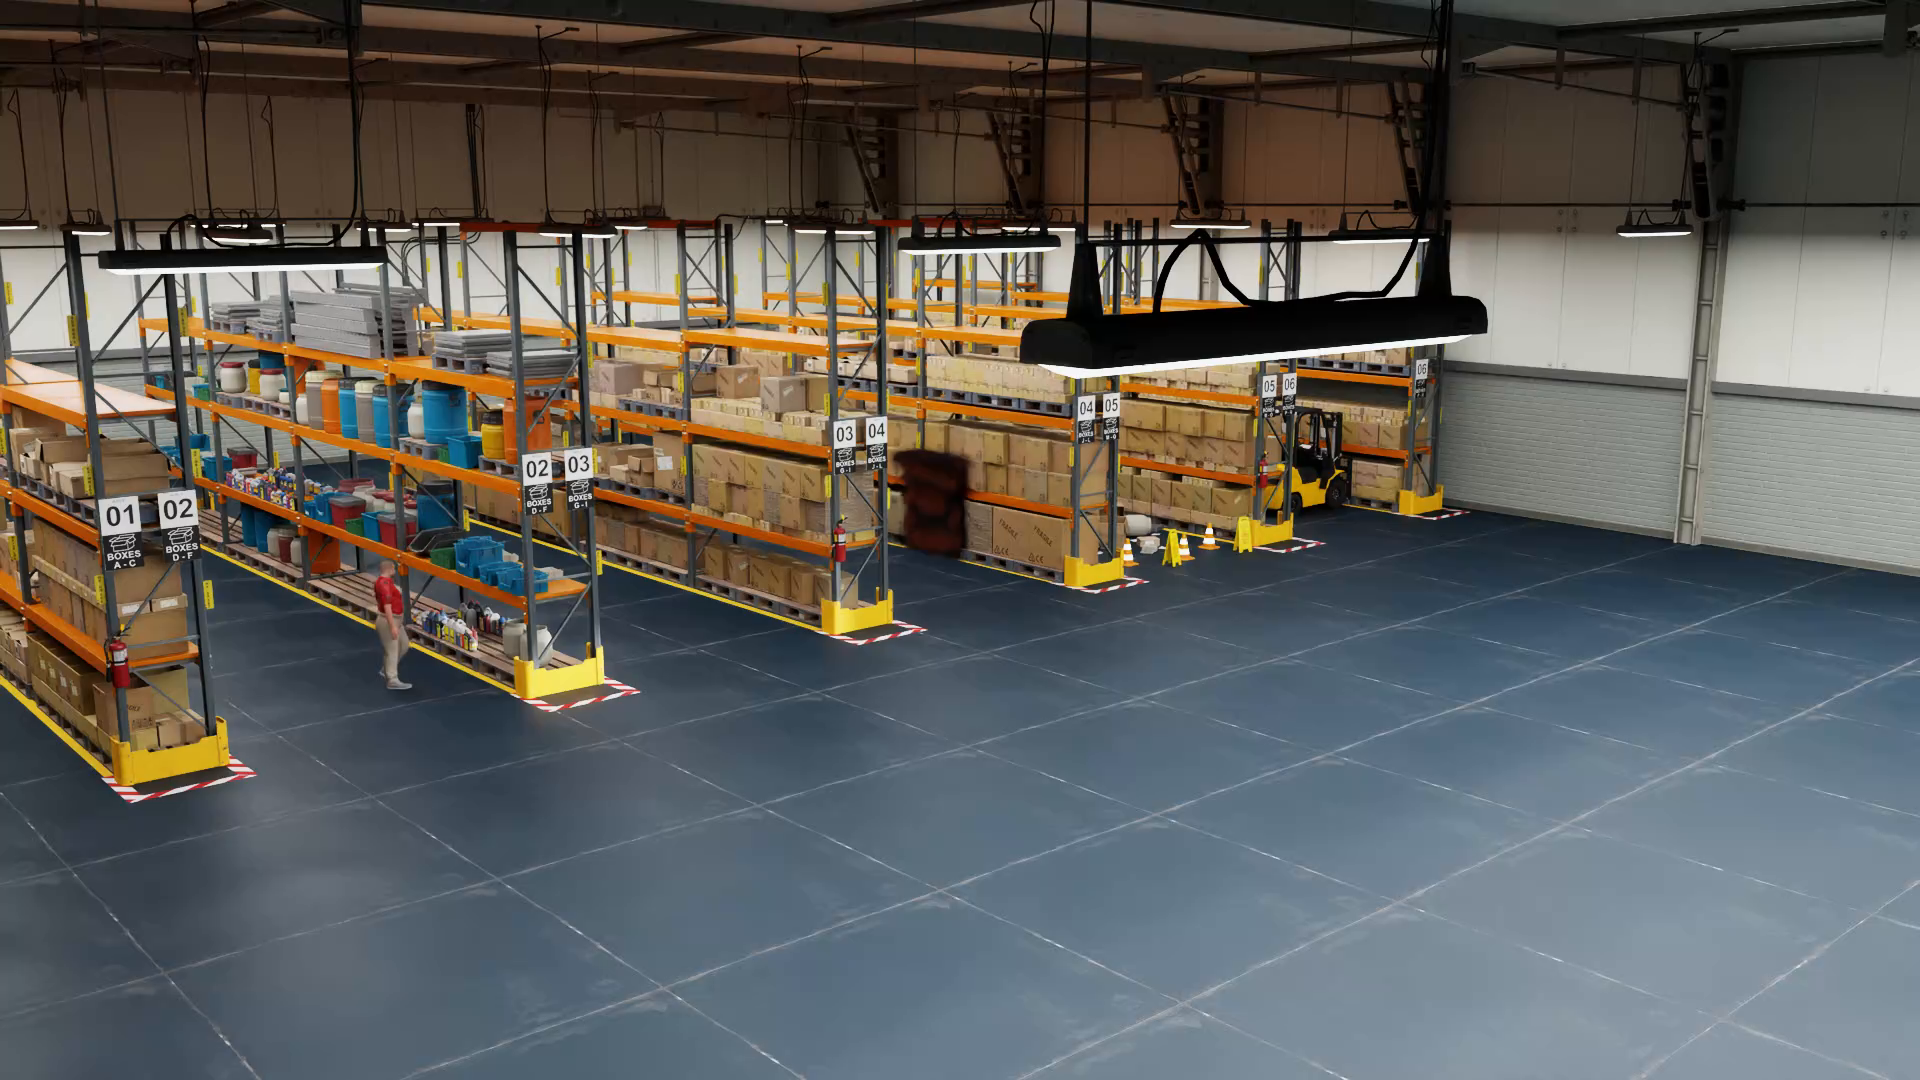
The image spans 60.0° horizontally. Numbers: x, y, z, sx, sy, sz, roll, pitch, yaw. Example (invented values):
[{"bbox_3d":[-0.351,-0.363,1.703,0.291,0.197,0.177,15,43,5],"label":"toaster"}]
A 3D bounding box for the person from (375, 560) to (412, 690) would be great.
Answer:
[{"bbox_3d":[-7.538,1.126,22.009,0.473,1.744,0.583,-2,12,-9],"label":"person"}]

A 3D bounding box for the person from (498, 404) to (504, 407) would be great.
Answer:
[{"bbox_3d":[-10.634,-2.268,38.577,0.464,1.795,0.634,2,12,11],"label":"person"}]
